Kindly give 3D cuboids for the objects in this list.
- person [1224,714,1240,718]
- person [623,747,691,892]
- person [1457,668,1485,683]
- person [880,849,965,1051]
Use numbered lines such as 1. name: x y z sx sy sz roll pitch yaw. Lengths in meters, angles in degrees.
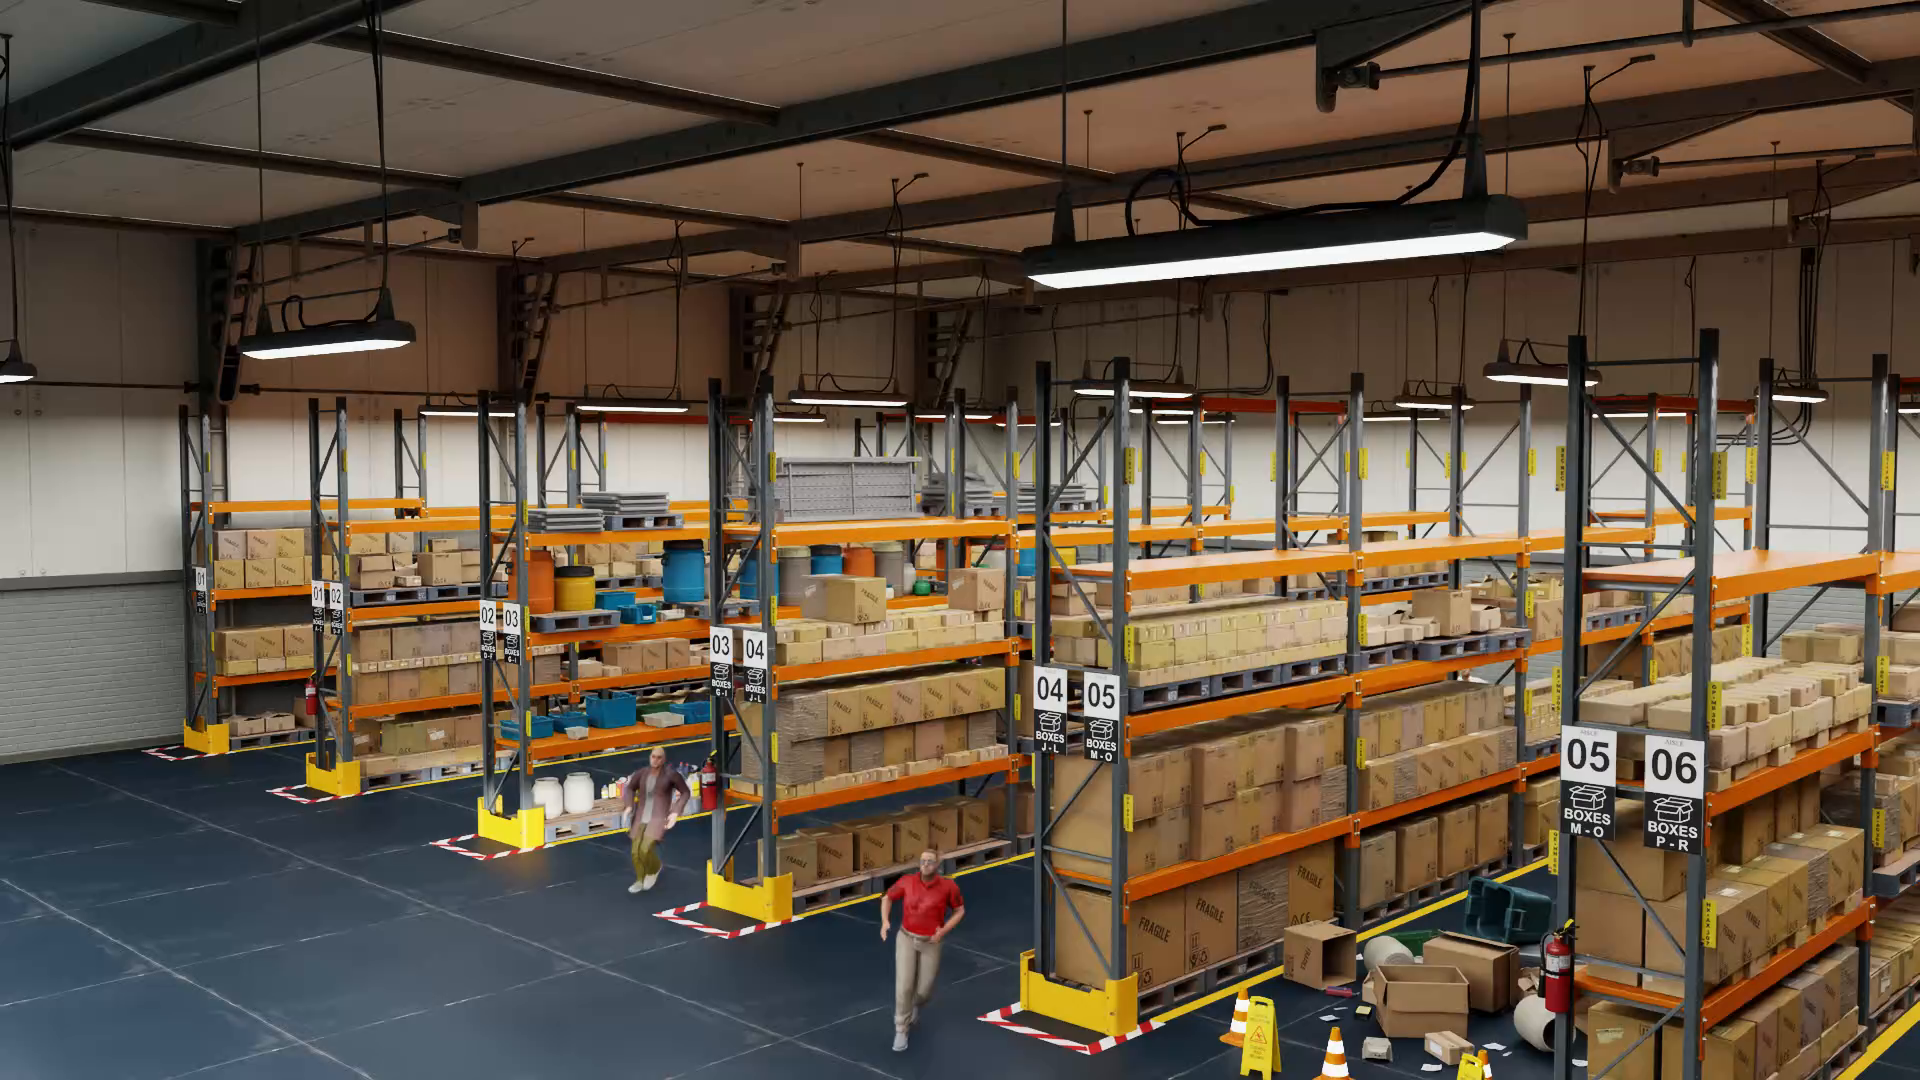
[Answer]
1. person: 3.657 3.095 22.619 0.583 1.673 0.957 2 4 37
2. person: -3.595 3.283 19.450 0.776 1.723 0.582 1 3 20
3. person: 8.252 2.860 27.212 0.703 1.728 0.654 2 4 36
4. person: -0.328 3.563 14.656 0.741 1.701 0.691 0 3 1
